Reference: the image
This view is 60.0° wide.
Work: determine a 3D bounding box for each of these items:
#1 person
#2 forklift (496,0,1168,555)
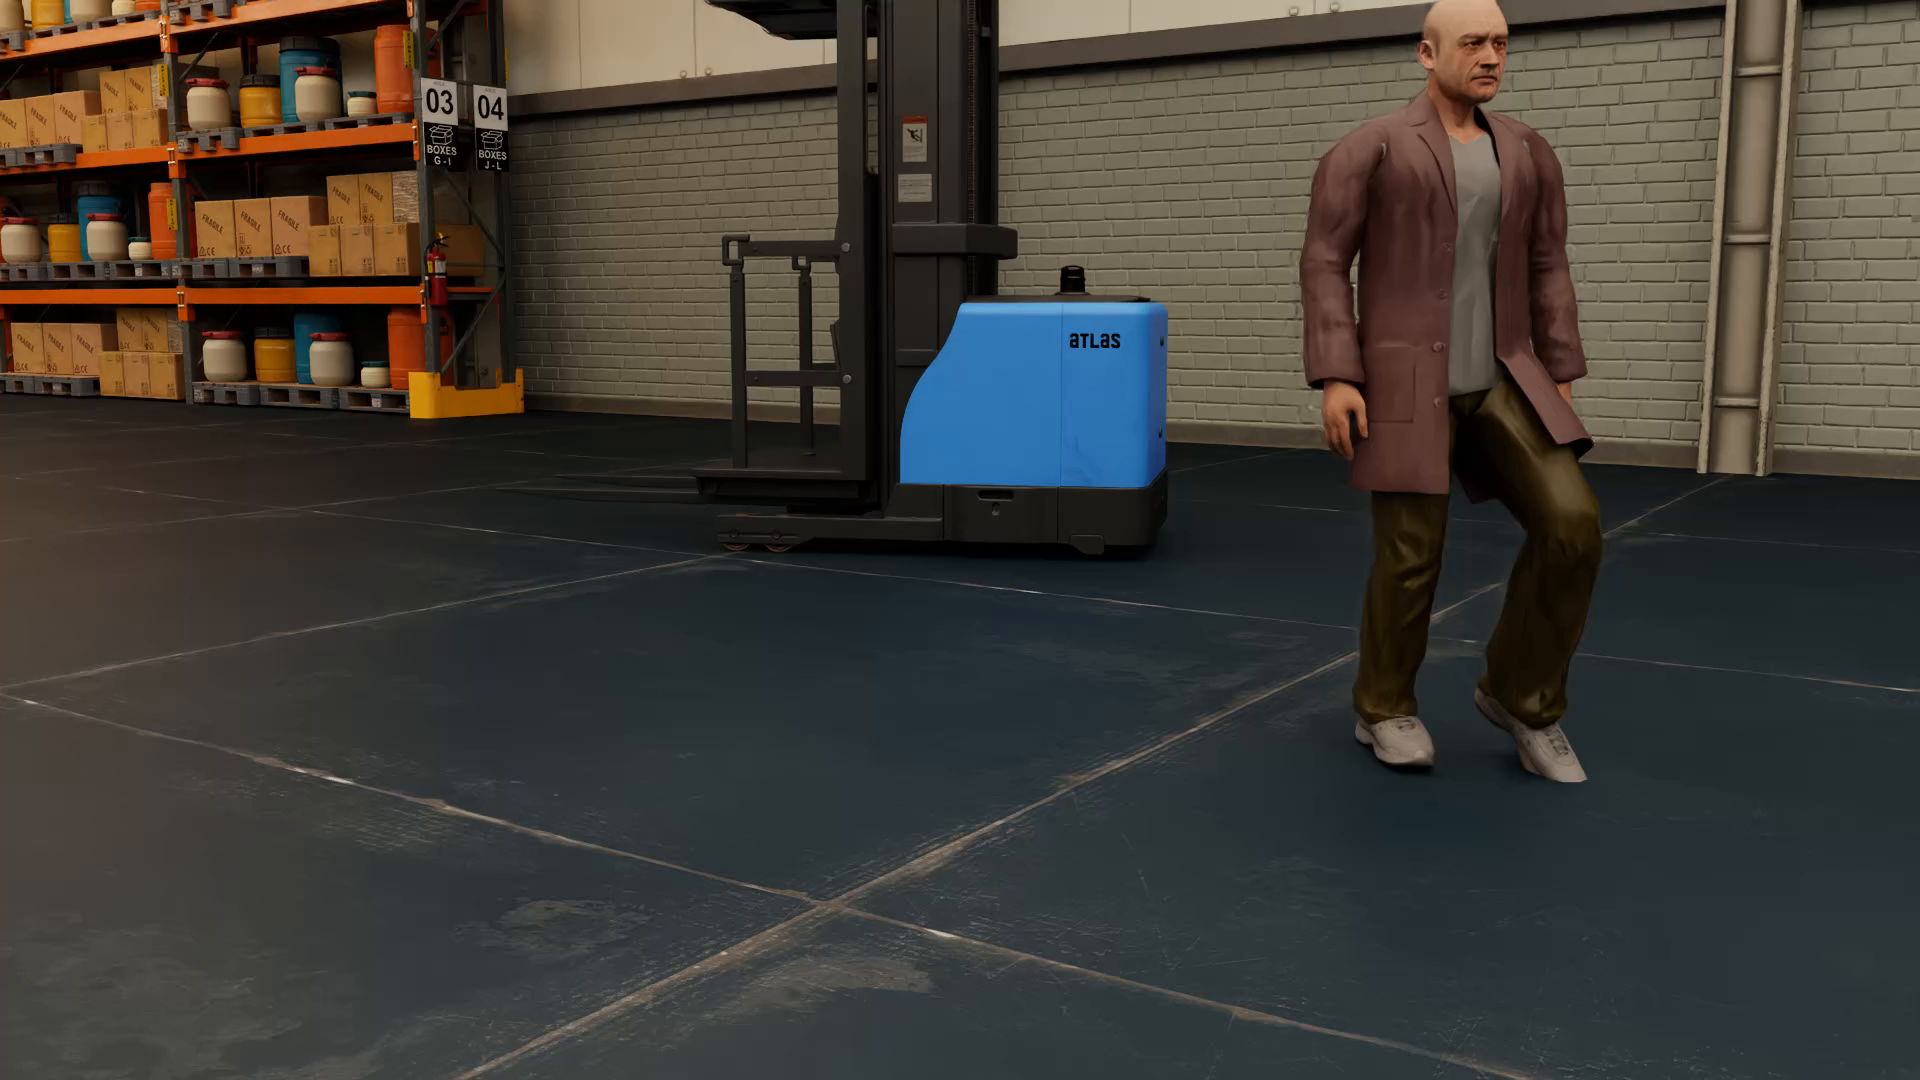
[{"bbox_3d":[1.134,-0.320,3.800,0.708,1.809,0.533,-2,8,-11],"label":"person"},{"bbox_3d":[-0.596,-1.469,7.520,3.031,2.935,1.130,2,8,12],"label":"forklift"}]
